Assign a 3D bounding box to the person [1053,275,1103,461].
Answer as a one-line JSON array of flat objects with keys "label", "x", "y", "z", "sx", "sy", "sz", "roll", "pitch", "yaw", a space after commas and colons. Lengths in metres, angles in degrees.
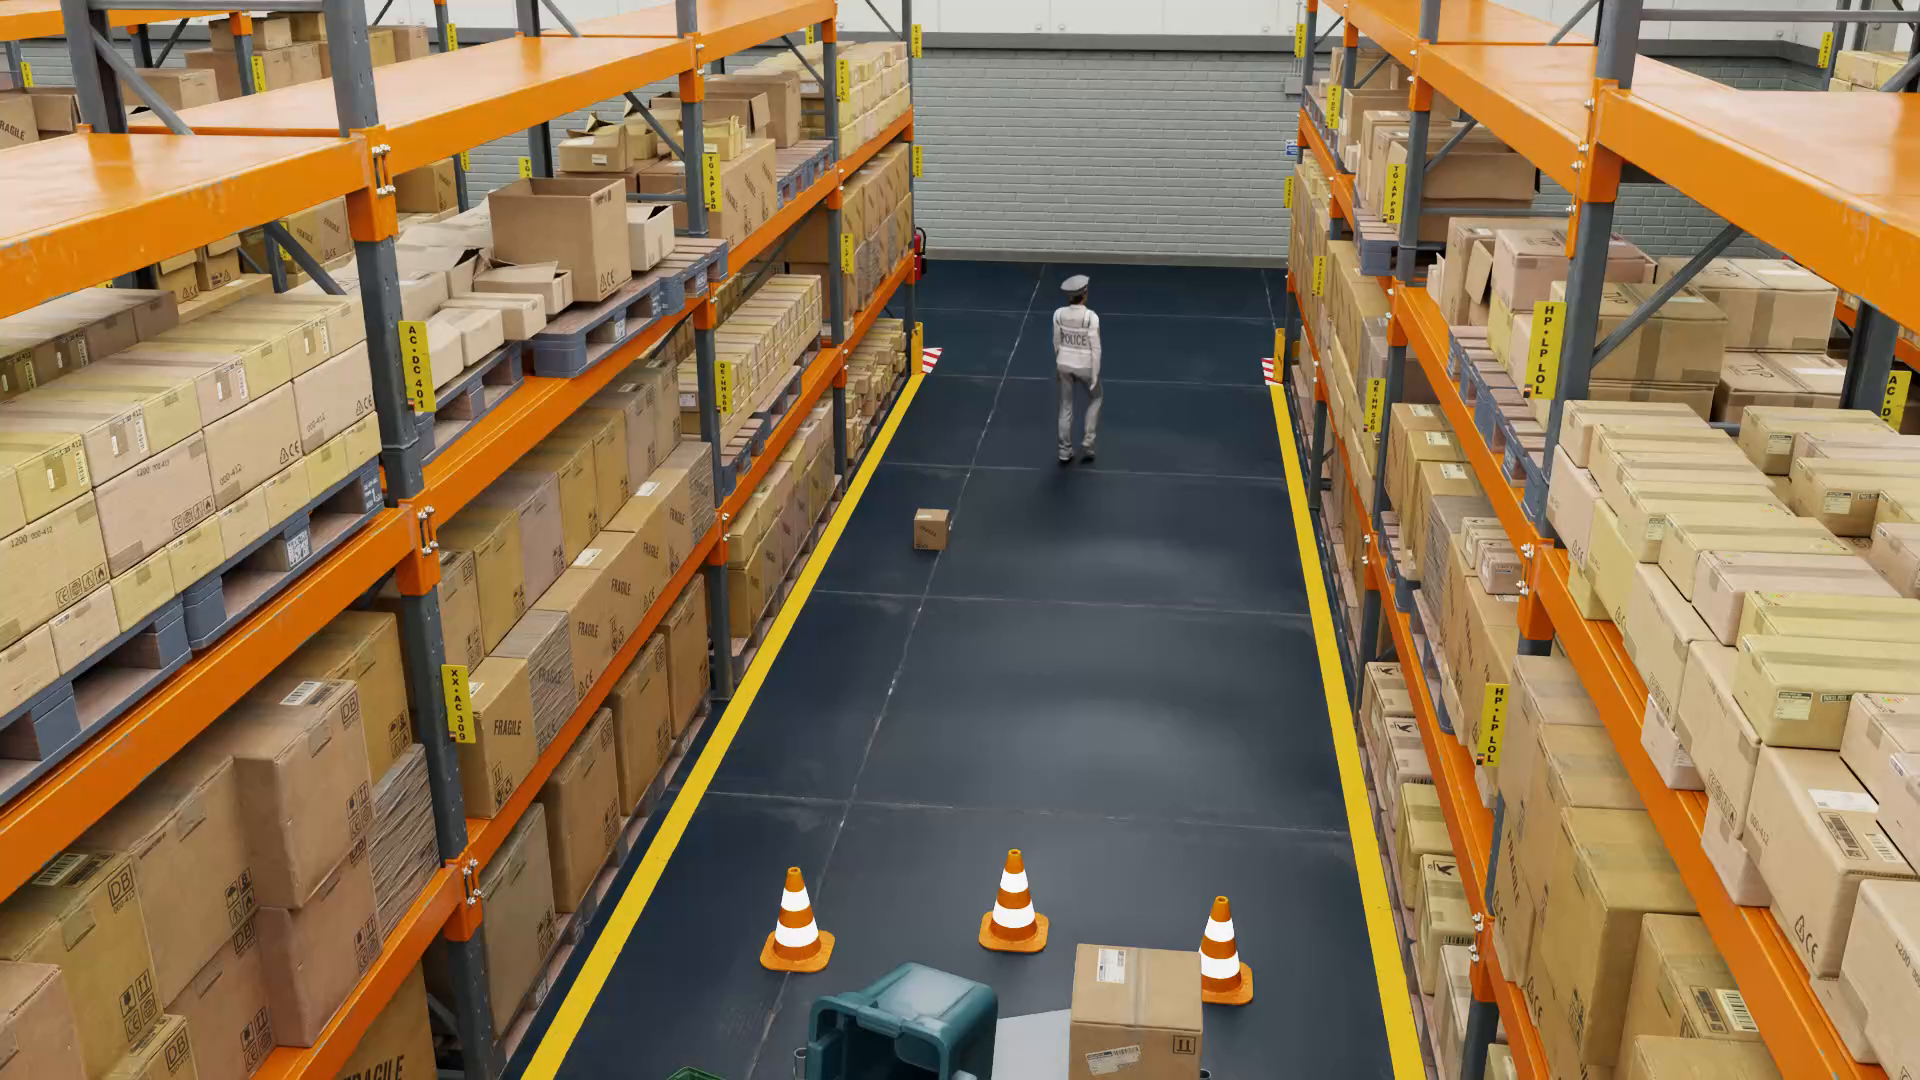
[{"label": "person", "x": 1.066, "y": -1.536, "z": 14.993, "sx": 0.491, "sy": 1.728, "sz": 0.478, "roll": 8, "pitch": 23, "yaw": 20}]
